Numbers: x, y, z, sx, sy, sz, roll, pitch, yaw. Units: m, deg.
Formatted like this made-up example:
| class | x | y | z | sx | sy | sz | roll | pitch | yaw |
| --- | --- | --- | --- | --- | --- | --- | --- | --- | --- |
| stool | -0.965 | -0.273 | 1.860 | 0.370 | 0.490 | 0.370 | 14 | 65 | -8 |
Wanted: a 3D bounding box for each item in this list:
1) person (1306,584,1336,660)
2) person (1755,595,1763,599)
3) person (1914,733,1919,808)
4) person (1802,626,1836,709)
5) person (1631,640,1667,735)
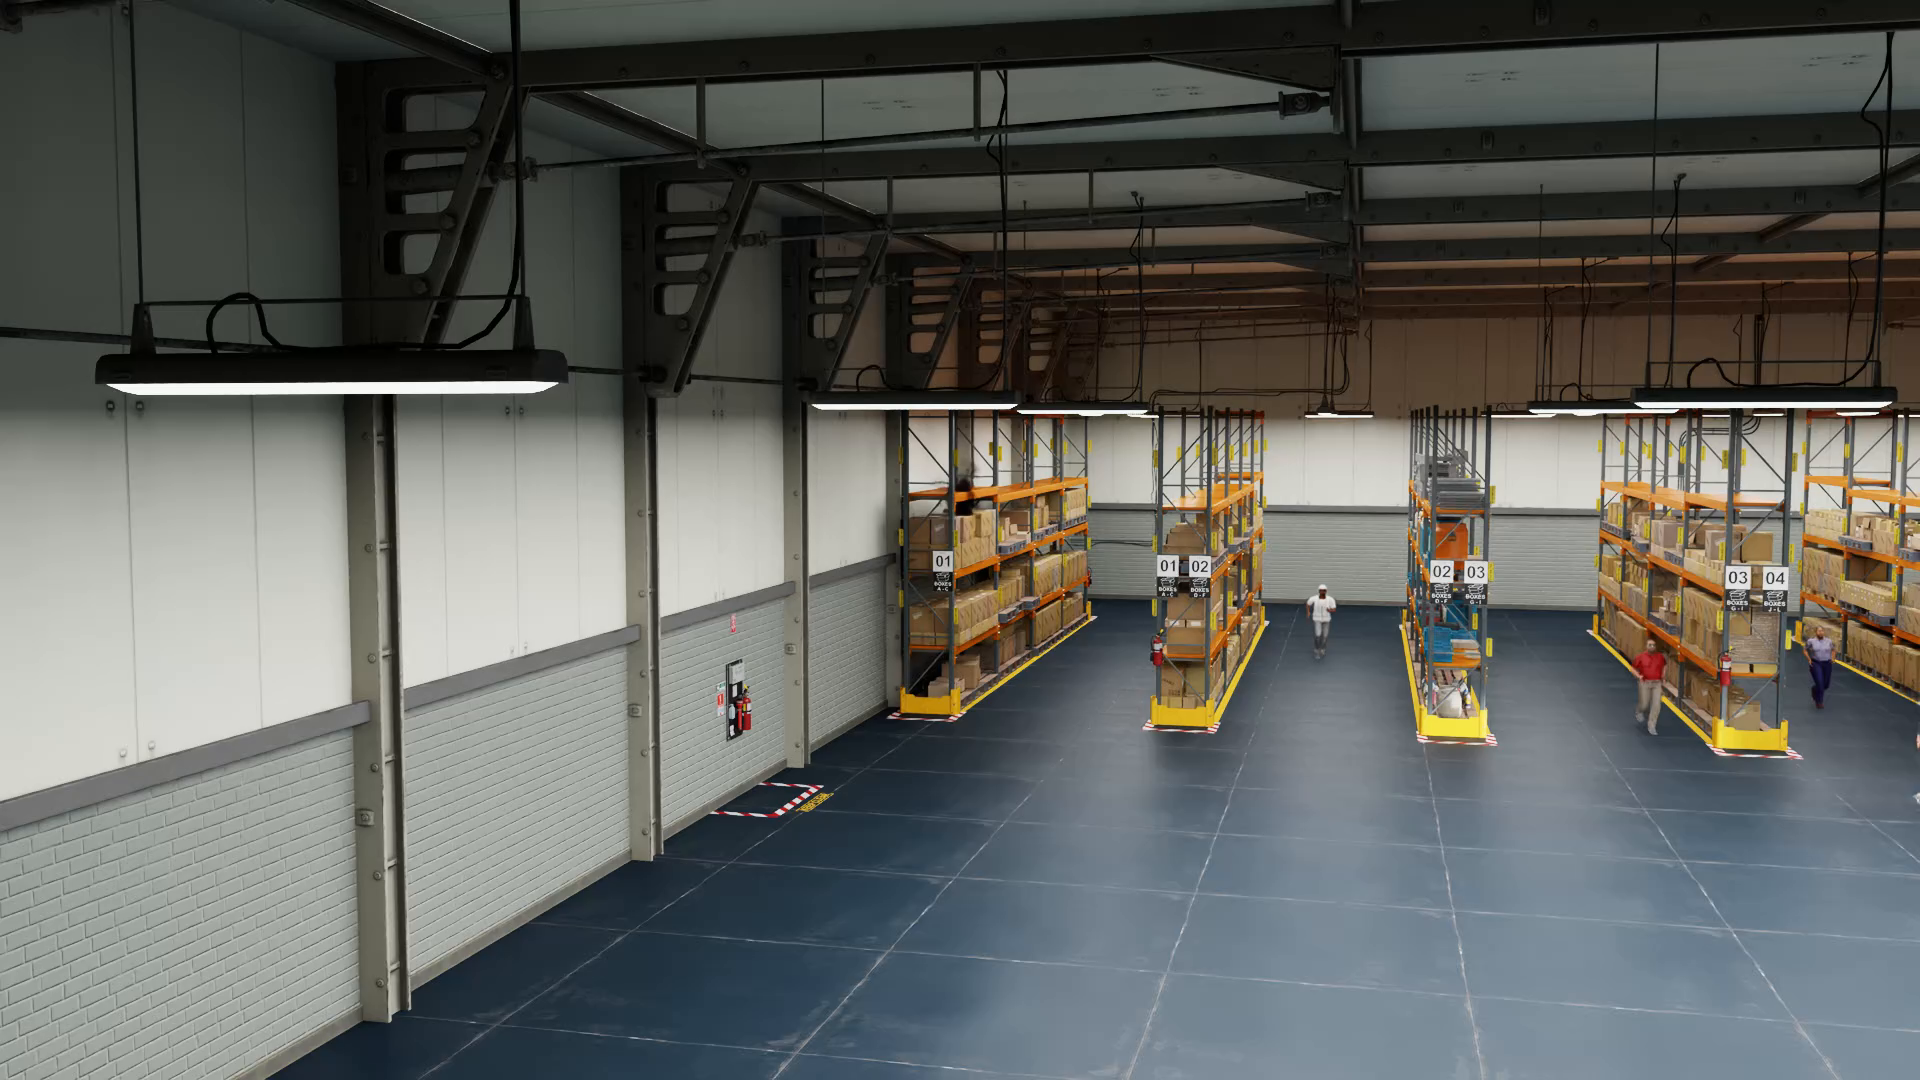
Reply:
| class | x | y | z | sx | sy | sz | roll | pitch | yaw |
| --- | --- | --- | --- | --- | --- | --- | --- | --- | --- |
| person | 8.694 | 1.980 | 39.977 | 0.670 | 1.825 | 0.757 | 0 | 4 | 4 |
| person | 20.325 | 1.859 | 42.275 | 0.608 | 1.666 | 0.625 | 1 | 4 | 17 |
| person | 13.960 | 3.153 | 23.667 | 0.587 | 1.742 | 0.653 | 4 | 5 | 42 |
| person | 17.224 | 2.538 | 33.317 | 0.602 | 1.638 | 0.686 | 1 | 4 | 9 |
| person | 12.725 | 2.688 | 30.680 | 0.663 | 1.717 | 0.816 | 1 | 4 | 9 |
